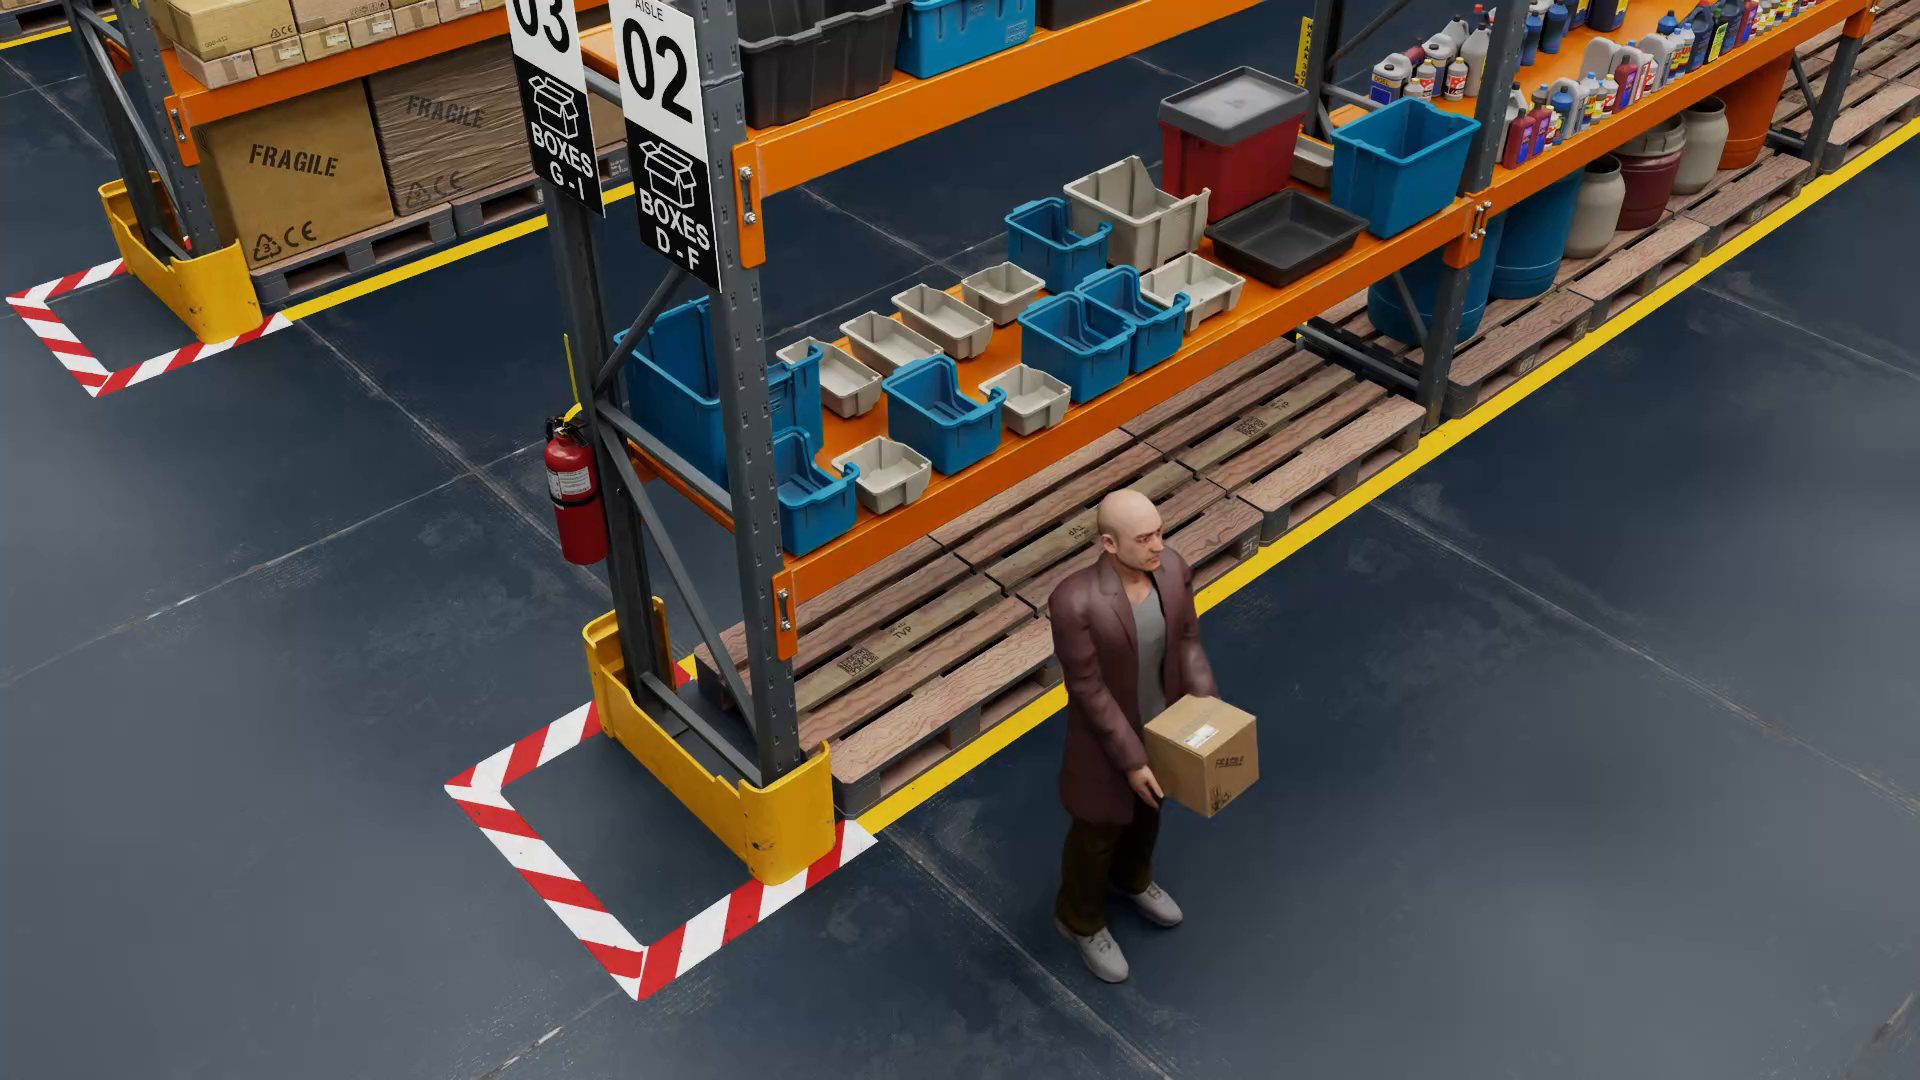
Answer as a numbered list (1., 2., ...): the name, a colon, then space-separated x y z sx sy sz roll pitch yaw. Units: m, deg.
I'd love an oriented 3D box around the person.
1. person: 0.585 0.651 5.405 0.552 1.780 0.536 -24 45 -27
